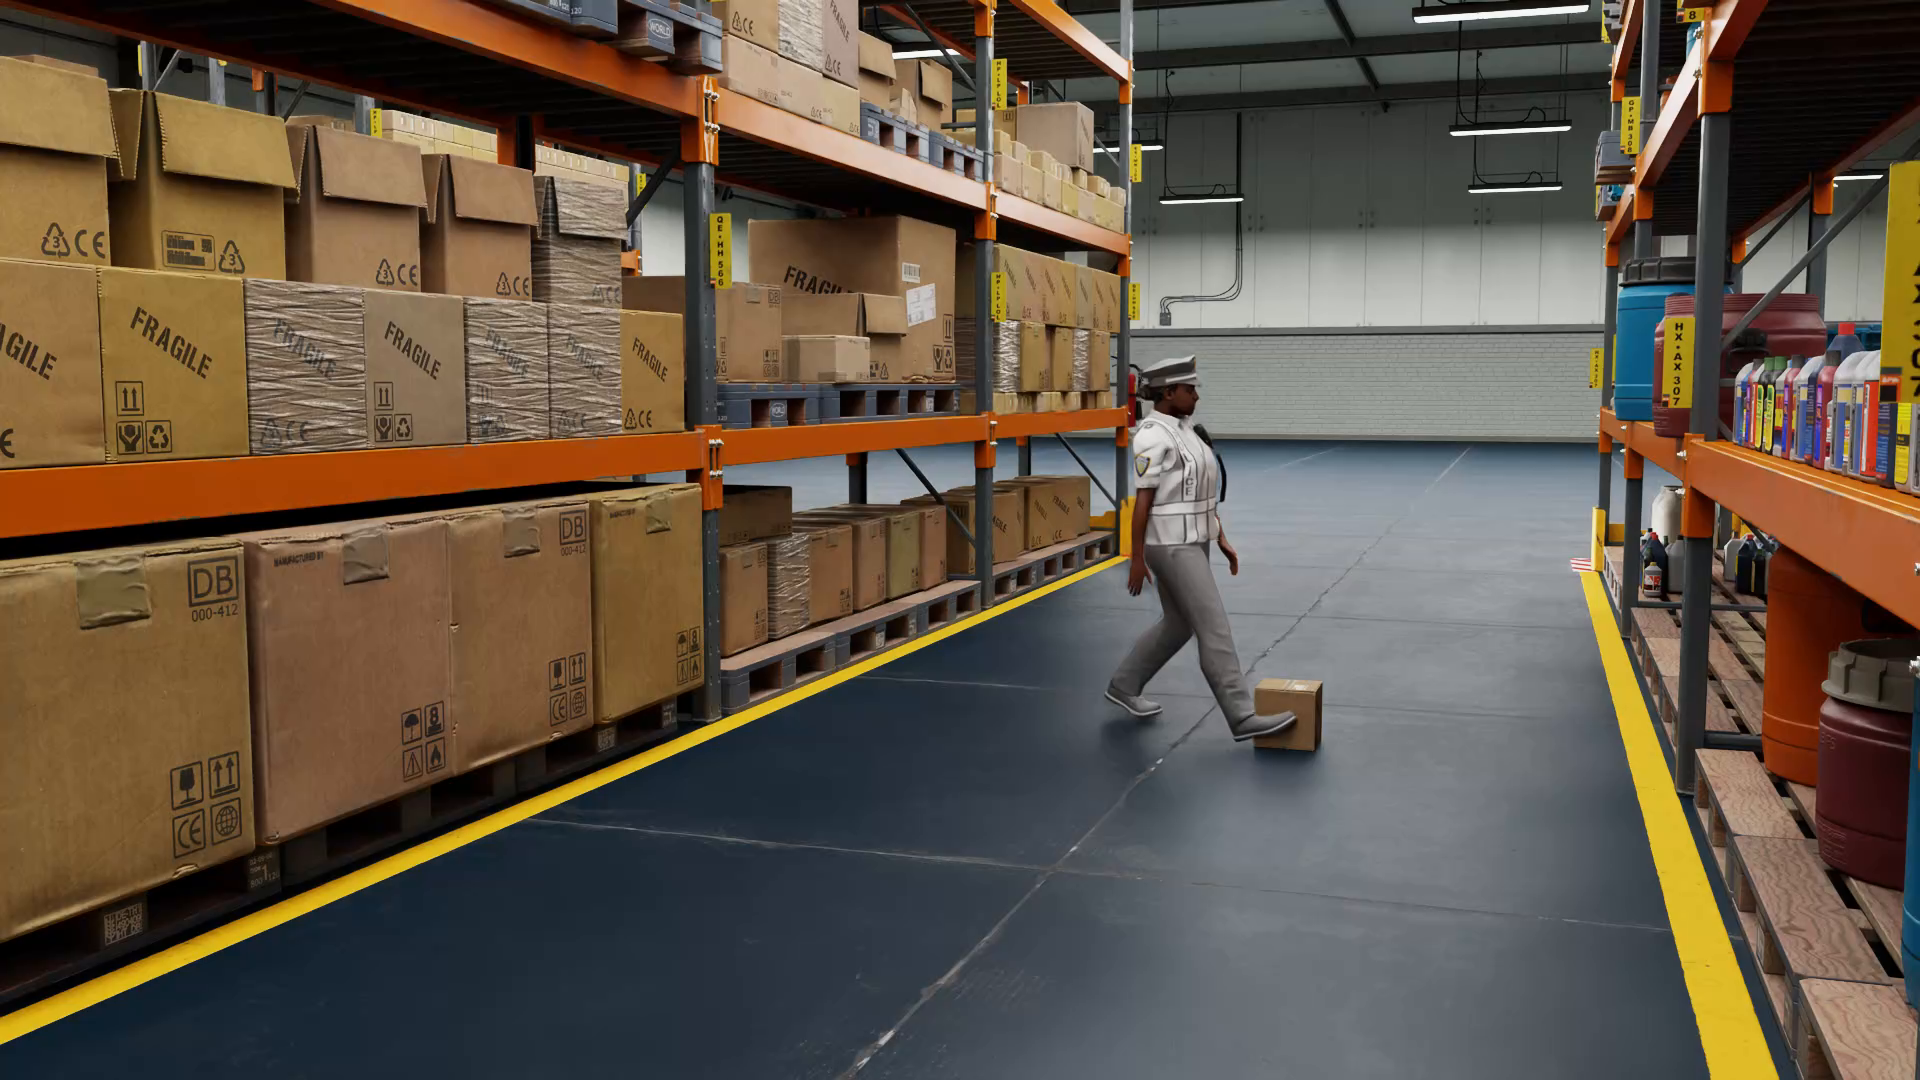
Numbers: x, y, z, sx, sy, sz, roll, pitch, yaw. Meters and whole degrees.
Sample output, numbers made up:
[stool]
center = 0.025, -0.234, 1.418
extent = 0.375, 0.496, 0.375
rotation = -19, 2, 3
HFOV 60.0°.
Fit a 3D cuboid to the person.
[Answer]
[person]
center = 1.017, 0.020, 7.132
extent = 0.986, 1.618, 0.480
rotation = 3, 6, 29
